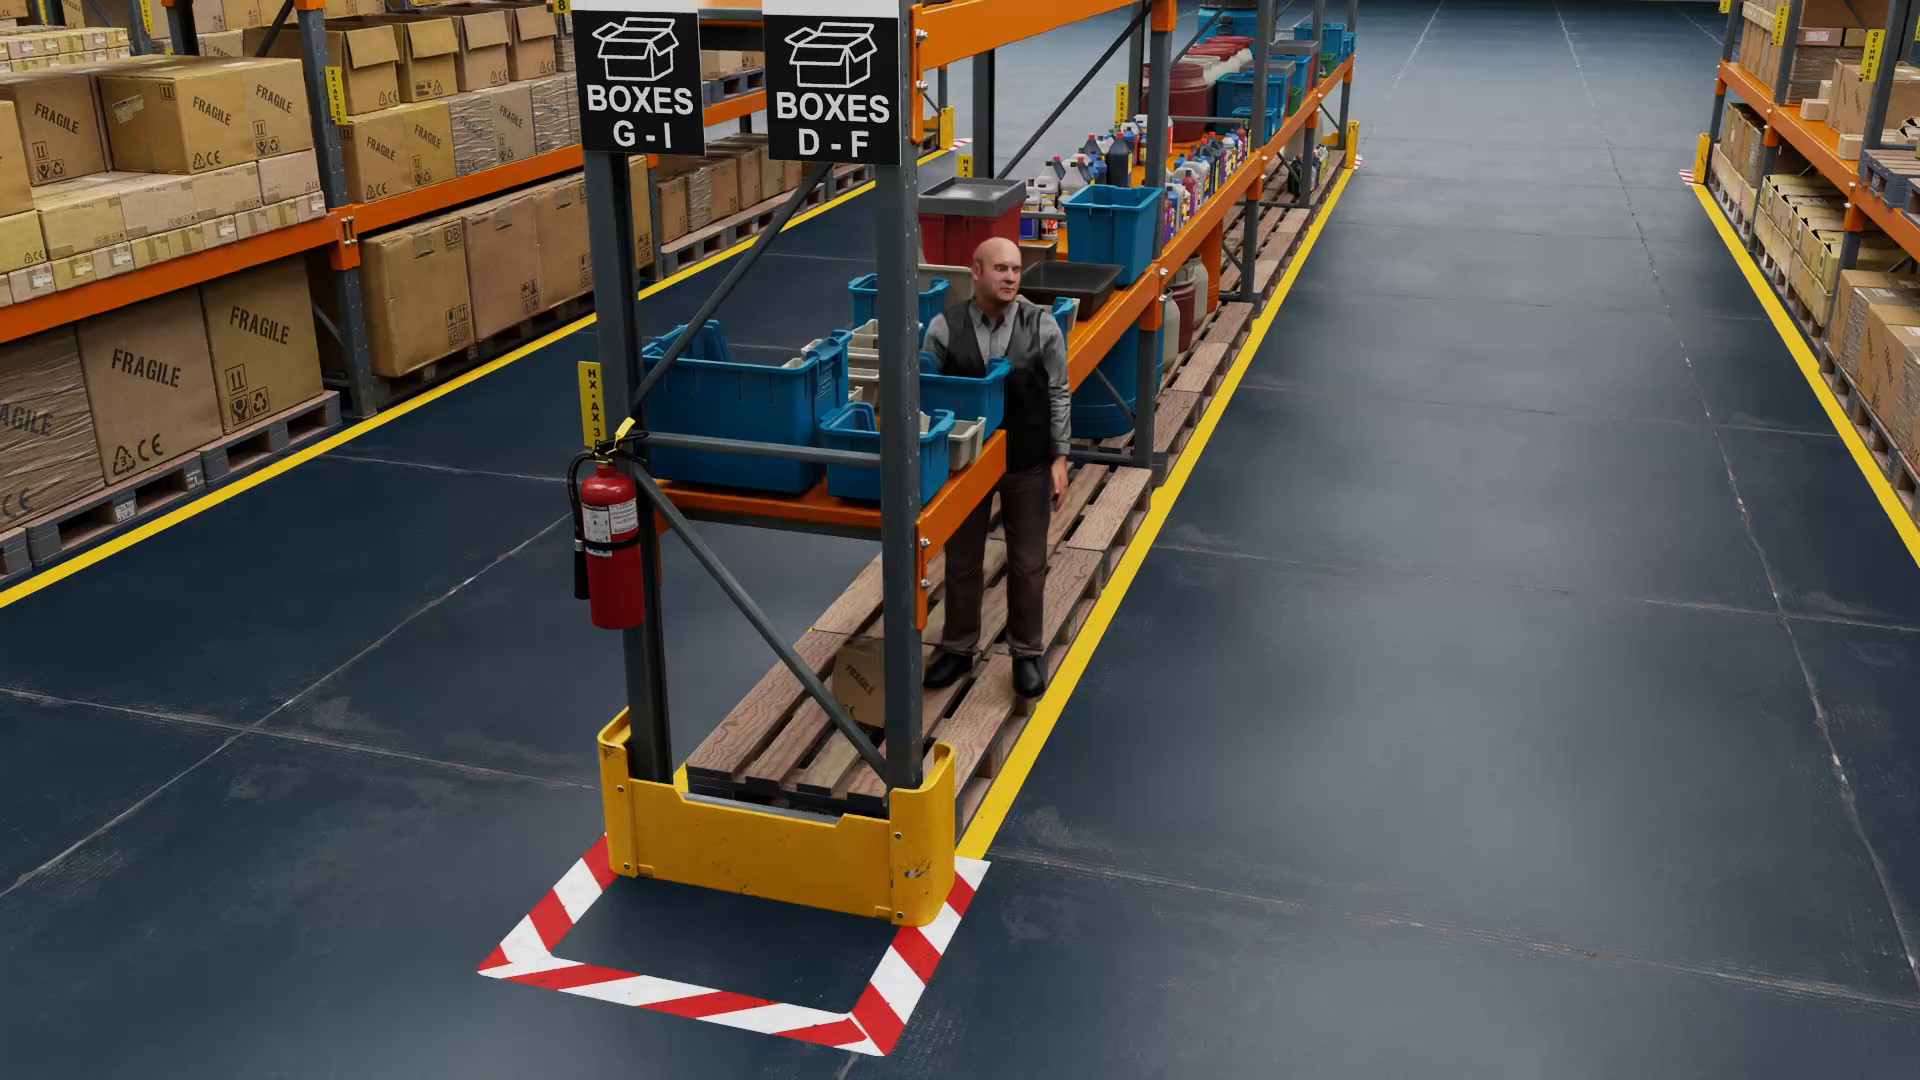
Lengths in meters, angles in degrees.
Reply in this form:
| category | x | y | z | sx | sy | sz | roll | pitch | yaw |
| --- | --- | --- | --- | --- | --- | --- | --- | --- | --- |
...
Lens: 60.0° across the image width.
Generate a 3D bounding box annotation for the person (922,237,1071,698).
| category | x | y | z | sx | sy | sz | roll | pitch | yaw |
| --- | --- | --- | --- | --- | --- | --- | --- | --- | --- |
| person | 0.129 | -0.258 | 6.219 | 0.564 | 1.725 | 0.399 | 1 | 22 | 3 |
